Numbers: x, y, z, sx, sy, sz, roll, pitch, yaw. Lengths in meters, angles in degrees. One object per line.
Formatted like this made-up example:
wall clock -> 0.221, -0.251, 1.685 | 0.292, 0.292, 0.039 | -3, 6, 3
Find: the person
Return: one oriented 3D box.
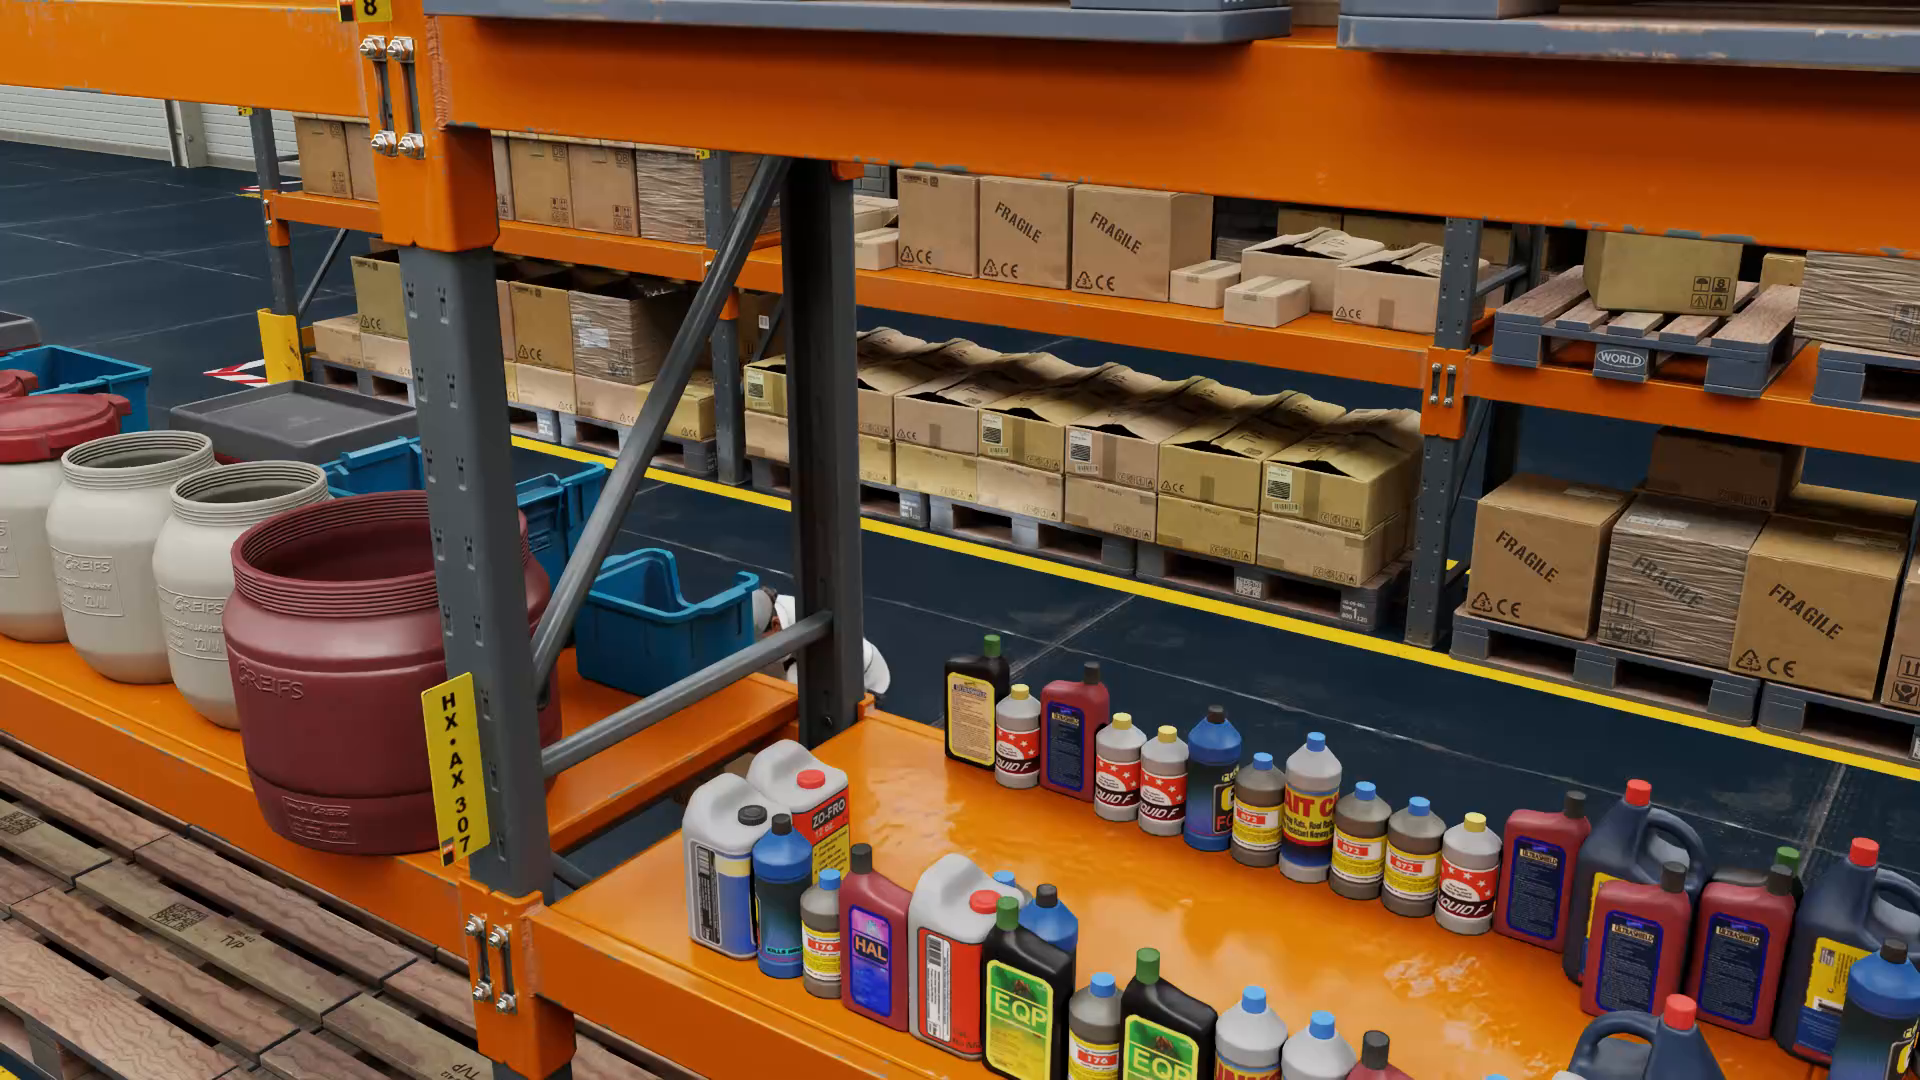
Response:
person -> -0.599, 0.519, 5.726 | 0.515, 0.940, 0.844 | 13, 24, 32
